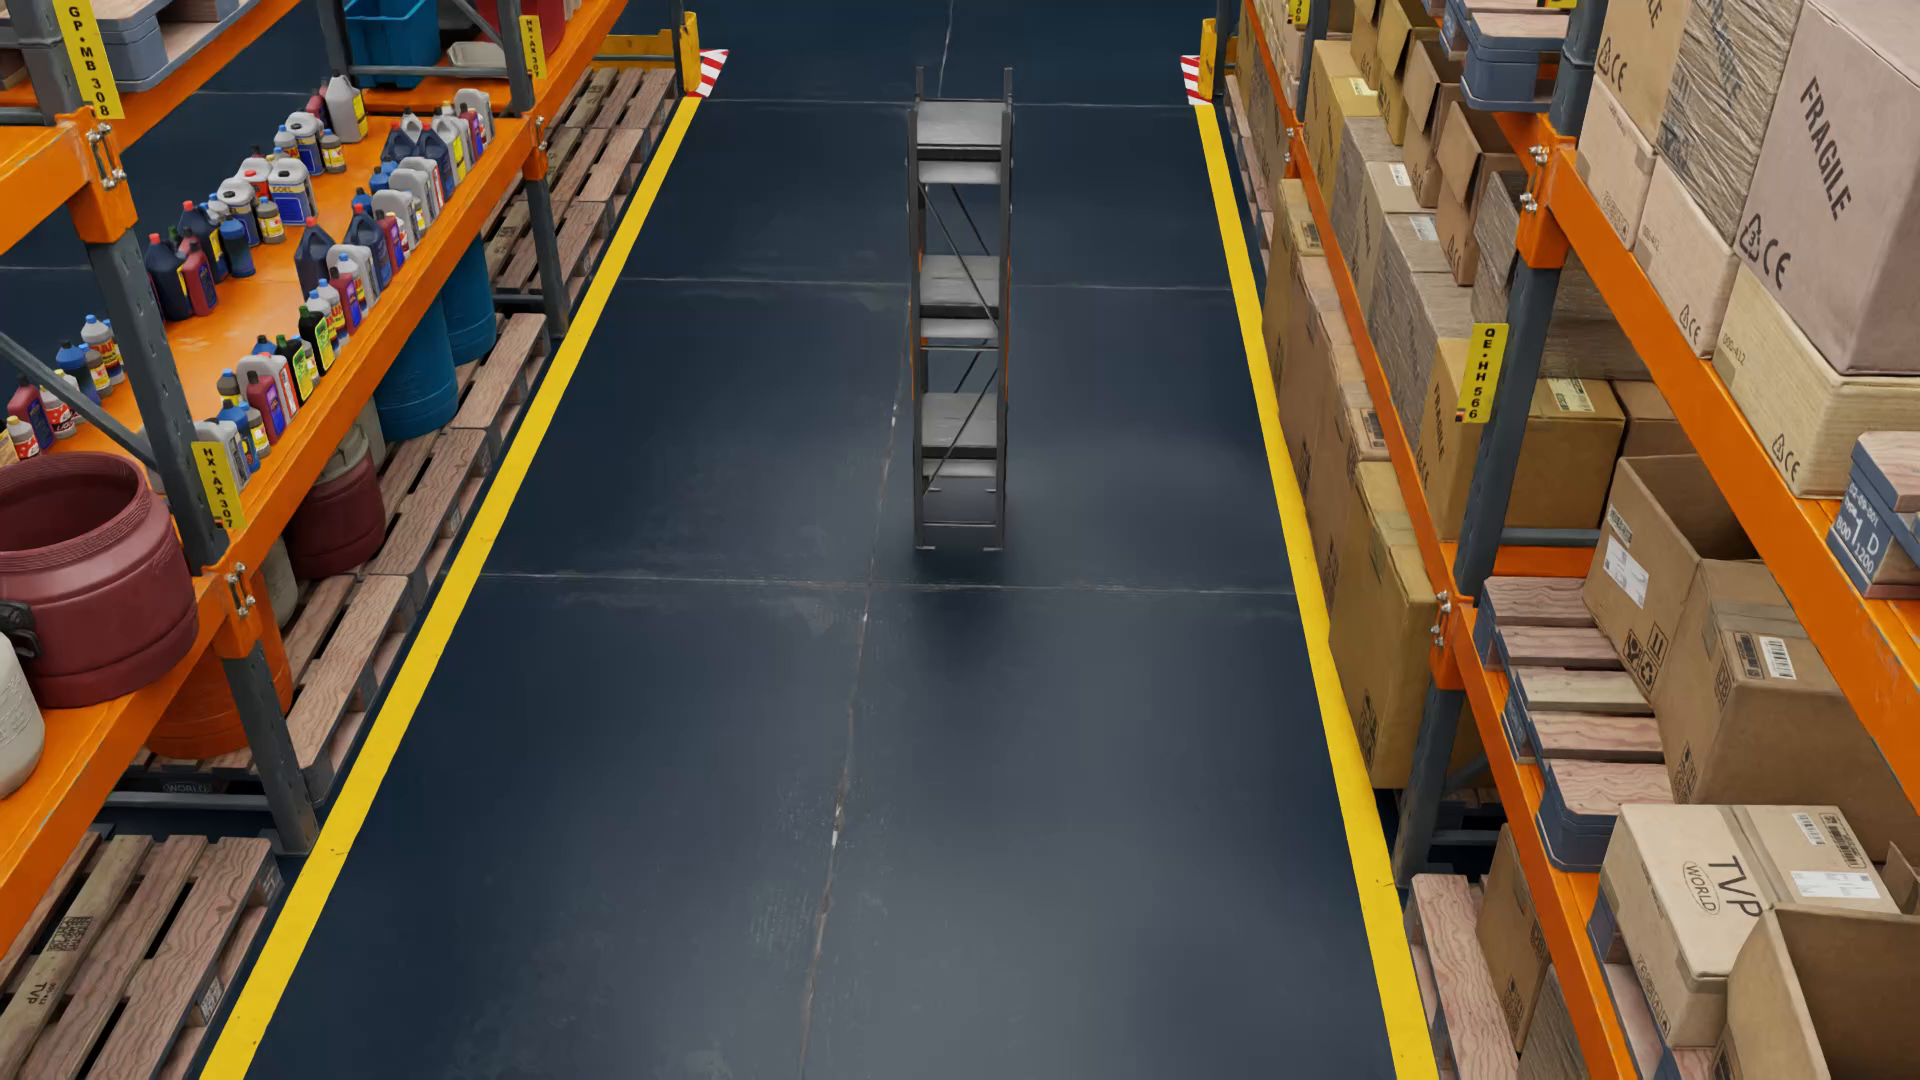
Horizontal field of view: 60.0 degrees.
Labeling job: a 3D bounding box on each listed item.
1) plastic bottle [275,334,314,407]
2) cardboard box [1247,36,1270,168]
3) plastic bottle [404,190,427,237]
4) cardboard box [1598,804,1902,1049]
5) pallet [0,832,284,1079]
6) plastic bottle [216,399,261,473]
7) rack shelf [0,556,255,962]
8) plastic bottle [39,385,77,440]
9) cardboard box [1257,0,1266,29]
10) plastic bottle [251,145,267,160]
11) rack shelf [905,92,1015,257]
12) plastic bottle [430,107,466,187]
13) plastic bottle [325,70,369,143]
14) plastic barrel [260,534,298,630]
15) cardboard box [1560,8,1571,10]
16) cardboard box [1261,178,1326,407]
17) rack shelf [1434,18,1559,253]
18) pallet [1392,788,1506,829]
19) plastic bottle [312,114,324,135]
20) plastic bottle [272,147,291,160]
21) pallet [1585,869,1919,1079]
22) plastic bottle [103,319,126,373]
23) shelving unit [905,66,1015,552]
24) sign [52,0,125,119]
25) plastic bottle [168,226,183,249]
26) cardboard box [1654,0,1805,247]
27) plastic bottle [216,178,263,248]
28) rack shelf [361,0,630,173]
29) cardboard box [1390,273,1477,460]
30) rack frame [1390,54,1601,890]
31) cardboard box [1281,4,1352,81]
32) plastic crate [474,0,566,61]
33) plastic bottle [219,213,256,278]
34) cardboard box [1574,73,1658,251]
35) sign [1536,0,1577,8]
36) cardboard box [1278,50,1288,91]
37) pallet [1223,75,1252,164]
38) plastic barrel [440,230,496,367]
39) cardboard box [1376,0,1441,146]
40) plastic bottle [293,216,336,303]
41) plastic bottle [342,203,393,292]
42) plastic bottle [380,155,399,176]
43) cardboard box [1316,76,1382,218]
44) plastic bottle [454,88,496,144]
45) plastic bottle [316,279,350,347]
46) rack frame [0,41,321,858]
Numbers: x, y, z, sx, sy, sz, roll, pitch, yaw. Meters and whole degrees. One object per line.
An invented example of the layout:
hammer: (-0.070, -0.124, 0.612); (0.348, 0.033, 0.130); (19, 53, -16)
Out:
plastic bottle: (-2.473, -0.646, 6.162); (0.061, 0.283, 0.133); (1, 35, 2)
cardboard box: (2.405, -3.003, 10.897); (0.875, 0.875, 0.875); (1, 35, 2)
plastic bottle: (-2.433, -1.450, 7.377); (0.097, 0.201, 0.097); (0, 35, 0)
cardboard box: (1.769, 0.851, 3.696); (0.500, 0.250, 0.500); (0, 35, 1)
pallet: (-2.953, 1.474, 5.469); (1.003, 0.211, 1.213); (1, 35, 2)
plastic bottle: (-2.511, -0.365, 5.773); (0.097, 0.271, 0.097); (0, 35, 0)
rack shelf: (-2.963, 1.333, 3.871); (1.077, 0.370, 4.000); (1, 35, 2)
plastic bottle: (-3.261, -0.470, 5.983); (0.097, 0.201, 0.097); (0, 35, 0)
cardboard box: (1.963, -3.113, 9.789); (0.380, 0.149, 0.250); (1, 35, 1)
plastic bottle: (-3.199, -1.650, 7.591); (0.061, 0.283, 0.133); (1, 35, 2)
rack shelf: (0.007, -1.516, 6.887); (0.431, 0.518, 0.480); (1, 35, 2)
plastic bottle: (-2.432, -1.853, 7.821); (0.144, 0.351, 0.185); (1, 35, 2)
plastic bottle: (-3.062, -2.171, 8.273); (0.144, 0.351, 0.185); (1, 35, 2)
plastic barrel: (-2.947, 0.127, 6.759); (0.421, 0.512, 0.421); (0, 35, 0)
cardboard box: (2.019, -1.790, 4.624); (0.797, 0.503, 0.637); (3, 35, 5)
cardboard box: (2.221, -1.229, 8.373); (1.225, 0.875, 0.875); (1, 35, 2)
rack shelf: (2.146, -2.078, 6.116); (1.077, 0.370, 4.000); (1, 35, 2)
pallet: (2.173, 0.693, 6.580); (1.003, 0.211, 1.213); (1, 35, 2)
plastic bottle: (-3.155, -1.984, 8.136); (0.097, 0.201, 0.097); (0, 35, 0)
plastic bottle: (-3.172, -1.738, 7.788); (0.097, 0.201, 0.097); (0, 35, 0)
pallet: (2.027, 1.220, 3.572); (1.003, 0.211, 1.213); (1, 35, 2)
plastic bottle: (-3.241, -0.750, 6.381); (0.097, 0.201, 0.097); (0, 35, 0)
shelving unit: (0.007, -0.954, 7.282); (0.431, 2.100, 0.503); (1, 35, 2)
sign: (-2.333, -1.287, 4.454); (0.100, 0.325, 0.005); (1, 35, 2)
plastic bottle: (-3.234, -1.145, 6.872); (0.061, 0.283, 0.133); (1, 35, 2)
cardboard box: (1.766, -0.914, 3.311); (0.500, 0.500, 0.500); (2, 35, 2)
plastic bottle: (-3.168, -1.436, 7.292); (0.152, 0.276, 0.135); (1, 35, 2)
rack shelf: (-2.642, -3.264, 10.411); (1.077, 0.370, 4.000); (1, 35, 2)
cardboard box: (1.864, -0.613, 5.926); (0.500, 0.500, 0.500); (1, 35, 1)
rack frame: (2.066, 0.004, 5.136); (1.000, 3.000, 0.127); (1, 35, 2)
cardboard box: (1.982, -2.615, 8.733); (0.500, 0.250, 0.500); (1, 35, 1)
plastic crate: (-2.436, -2.967, 9.255); (0.402, 0.464, 0.583); (1, 35, 2)
plastic bottle: (-3.064, -1.253, 7.036); (0.097, 0.271, 0.097); (0, 35, 0)
cardboard box: (1.793, -0.898, 3.941); (0.500, 0.250, 0.500); (2, 35, 3)
sign: (1.512, -1.485, 4.127); (0.100, 0.325, 0.005); (1, 35, 2)
cardboard box: (1.922, -2.523, 8.949); (0.380, 0.149, 0.250); (2, 35, 3)
pallet: (2.433, -2.991, 11.822); (1.003, 0.211, 1.213); (1, 35, 2)
plastic barrel: (-2.761, -1.410, 8.607); (0.600, 0.901, 0.708); (1, 35, 2)
cardboard box: (2.170, -1.985, 7.006); (0.797, 0.503, 0.637); (2, 35, 2)
plastic bottle: (-2.634, -1.146, 6.815); (0.144, 0.351, 0.185); (1, 35, 2)
plastic bottle: (-2.477, -1.220, 6.920); (0.144, 0.351, 0.185); (1, 35, 2)
plastic bottle: (-2.575, -1.615, 7.551); (0.097, 0.271, 0.097); (0, 35, 0)
cardboard box: (1.939, -1.788, 7.599); (0.500, 0.500, 0.500); (1, 35, 2)
plastic bottle: (-2.415, -2.124, 8.272); (0.152, 0.276, 0.135); (1, 35, 2)
plastic bottle: (-2.473, -0.896, 6.529); (0.097, 0.271, 0.097); (0, 35, 0)
rack frame: (-2.883, -0.111, 5.299); (1.000, 3.000, 0.127); (1, 35, 2)
